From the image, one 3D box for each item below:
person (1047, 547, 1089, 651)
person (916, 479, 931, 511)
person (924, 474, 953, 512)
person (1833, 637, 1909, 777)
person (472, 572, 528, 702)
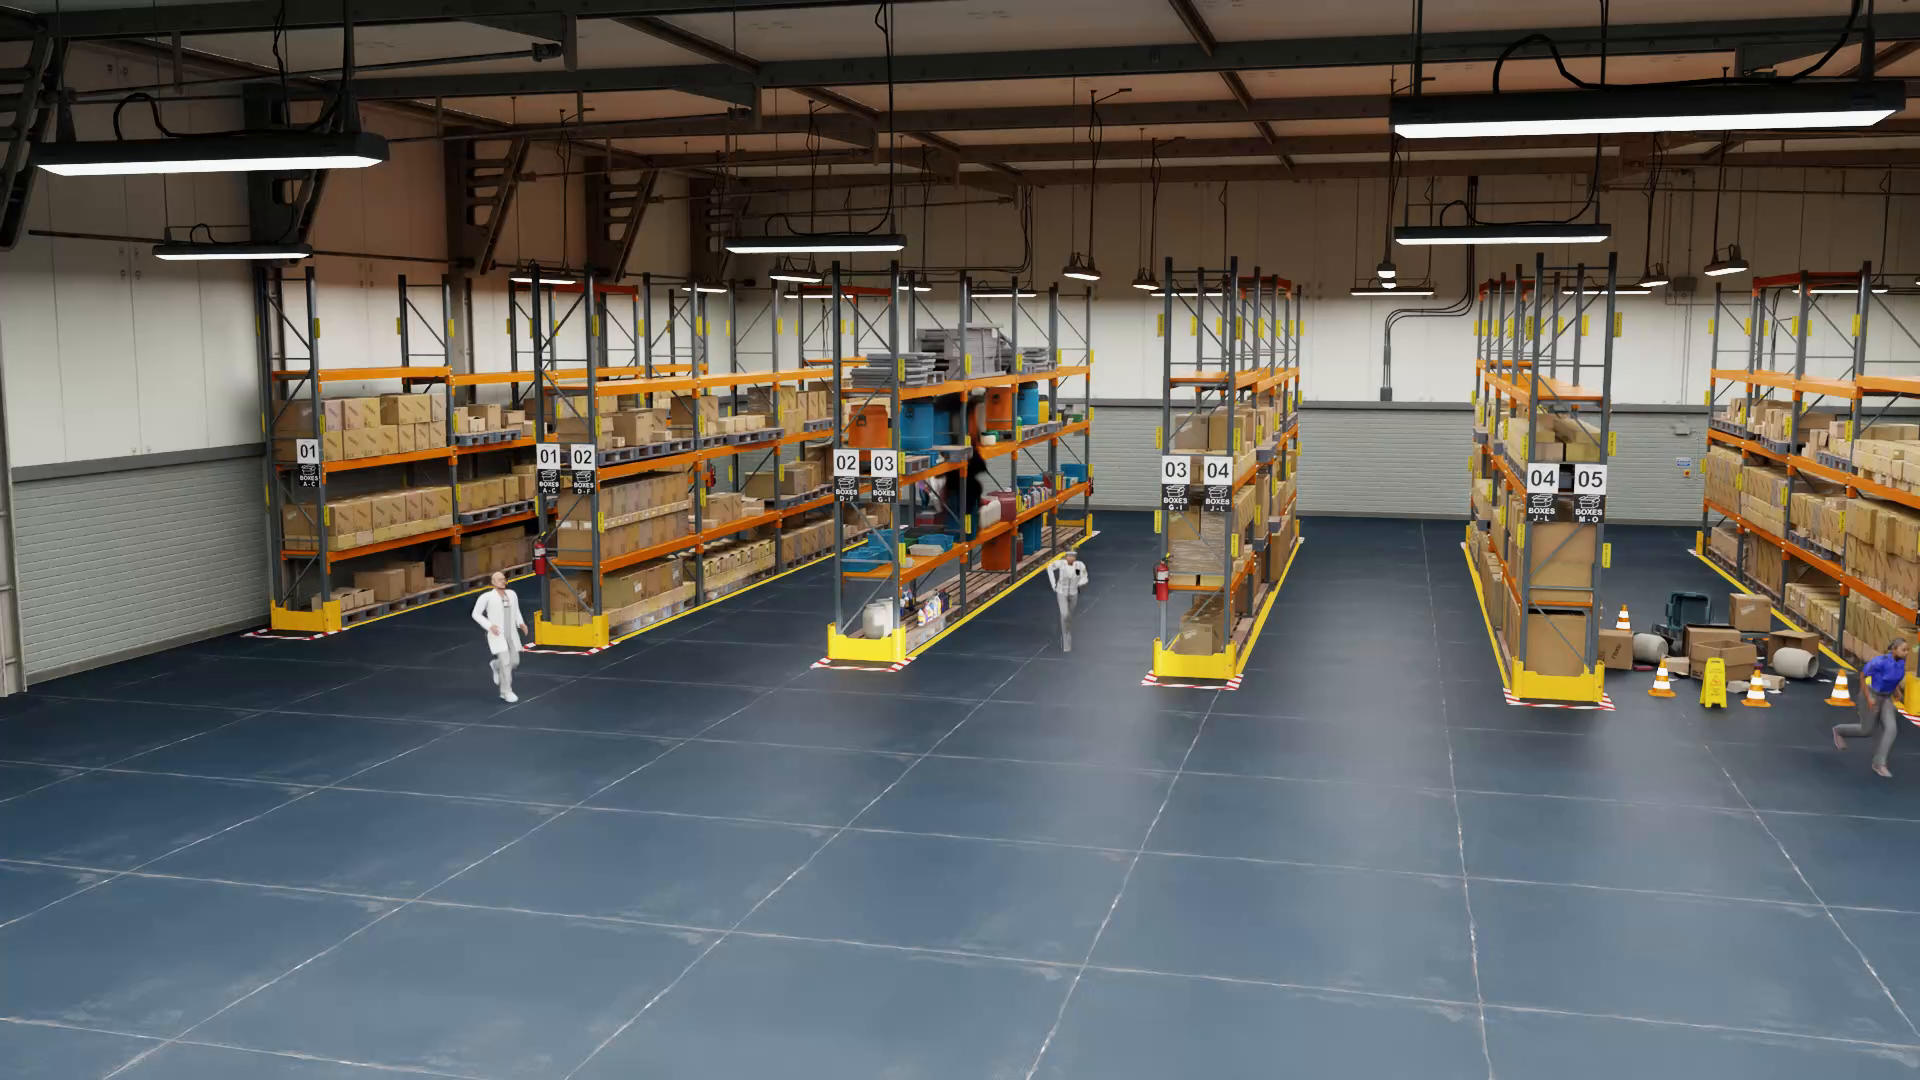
[{"bbox_3d":[1.690,0.895,26.268,0.631,1.683,0.870,-1,7,-5],"label":"person"},{"bbox_3d":[-0.916,-1.328,43.457,0.529,1.596,0.885,-1,7,-12],"label":"person"},{"bbox_3d":[-0.524,-1.015,40.768,0.708,1.714,0.594,-1,7,-4],"label":"person"},{"bbox_3d":[10.401,1.849,18.983,0.582,1.609,0.889,-3,8,-22],"label":"person"},{"bbox_3d":[-6.255,1.297,22.575,0.719,1.744,0.712,7,10,42],"label":"person"}]
